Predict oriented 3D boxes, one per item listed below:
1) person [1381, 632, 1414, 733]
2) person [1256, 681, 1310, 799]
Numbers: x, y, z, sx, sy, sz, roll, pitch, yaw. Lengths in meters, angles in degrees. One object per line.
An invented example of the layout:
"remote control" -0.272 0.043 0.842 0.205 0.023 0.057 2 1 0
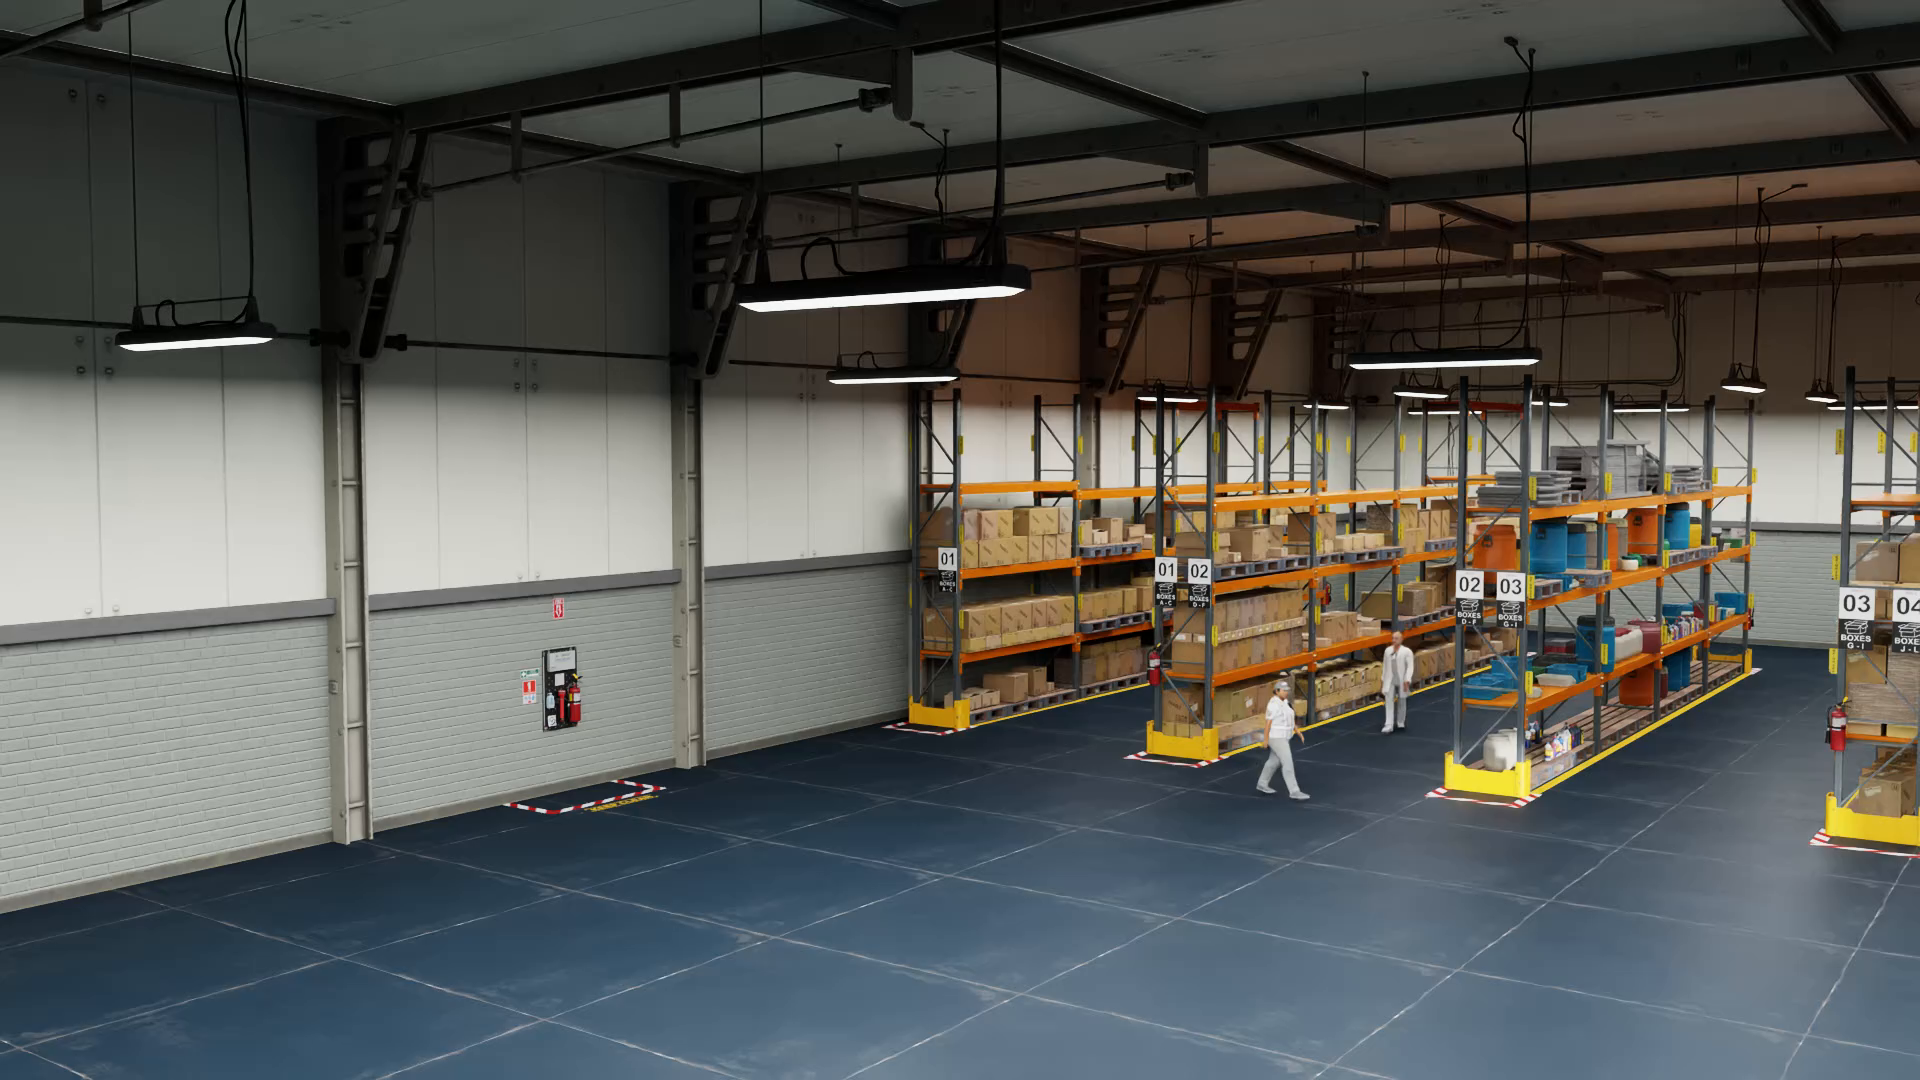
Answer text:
"person" 7.610 2.465 28.931 0.565 1.710 1.132 1 3 19
"person" 4.626 2.826 23.683 0.860 1.624 0.504 2 4 28
